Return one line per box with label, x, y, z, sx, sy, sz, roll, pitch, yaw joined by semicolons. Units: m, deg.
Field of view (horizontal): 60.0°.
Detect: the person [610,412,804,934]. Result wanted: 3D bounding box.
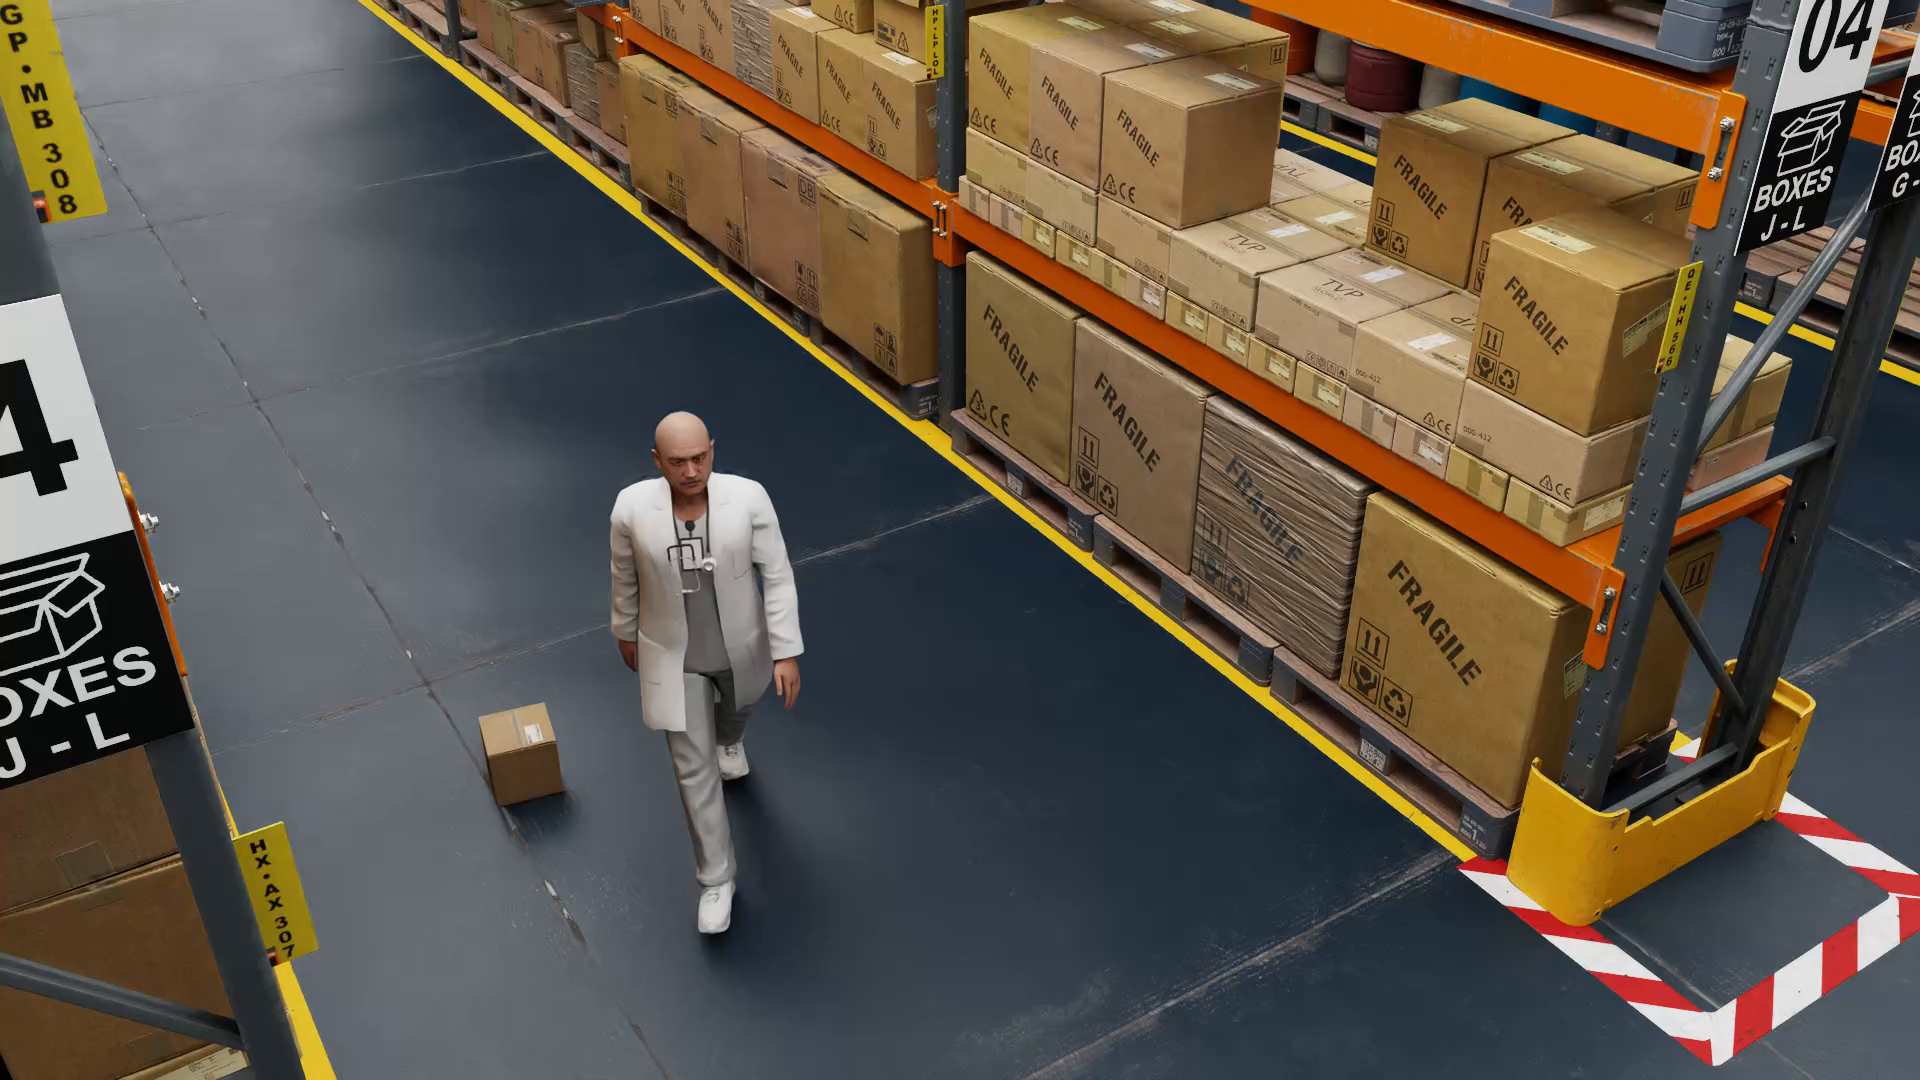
person;-0.872;0.287;5.657;0.617;1.679;0.938;-8;33;-12
